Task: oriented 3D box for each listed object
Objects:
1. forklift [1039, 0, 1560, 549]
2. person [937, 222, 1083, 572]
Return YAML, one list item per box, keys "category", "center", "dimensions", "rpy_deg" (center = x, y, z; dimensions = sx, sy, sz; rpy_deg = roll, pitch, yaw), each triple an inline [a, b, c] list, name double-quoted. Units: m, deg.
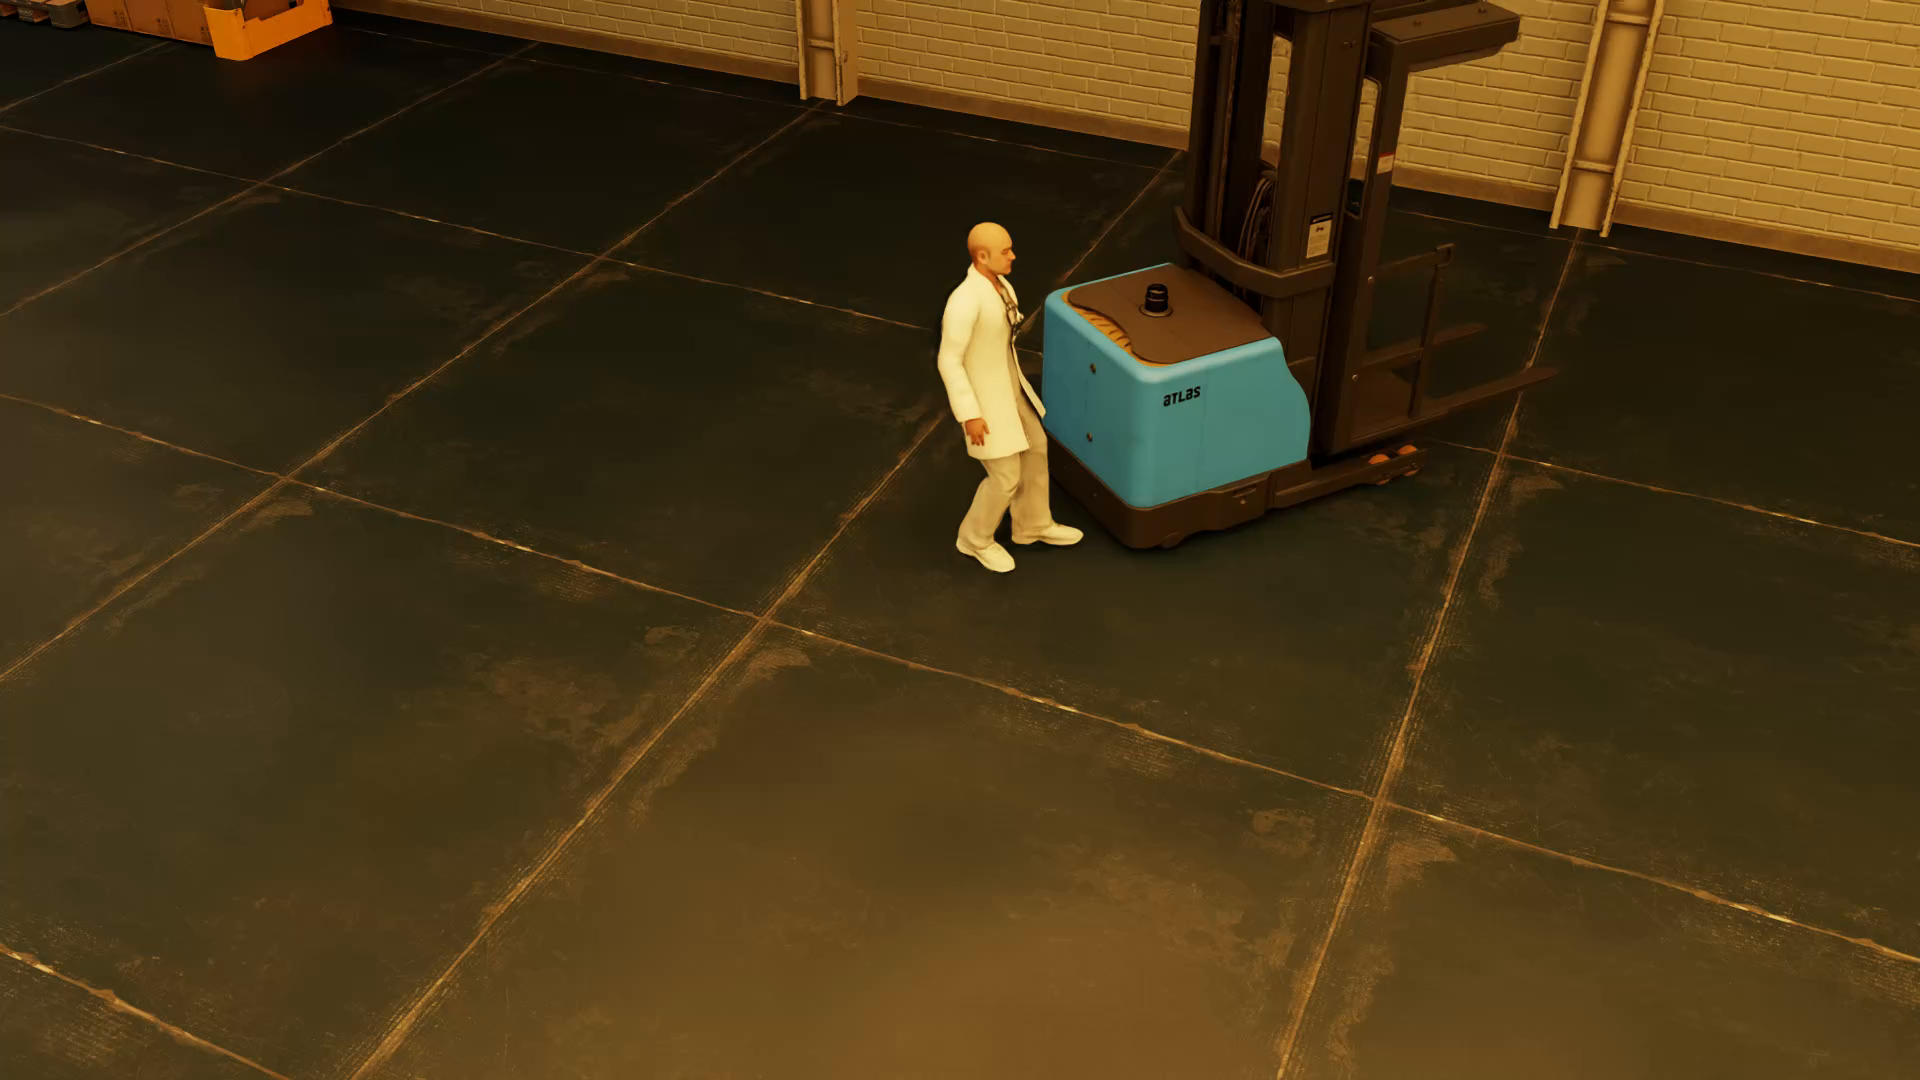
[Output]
- category: "forklift"
  center: [1.968, -1.746, 8.535]
  dimensions: [3.031, 2.935, 1.130]
  rpy_deg: [-17, 39, -22]
- category: "person"
  center: [0.272, -0.687, 8.083]
  dimensions: [0.699, 1.744, 0.821]
  rpy_deg: [11, 37, 15]
